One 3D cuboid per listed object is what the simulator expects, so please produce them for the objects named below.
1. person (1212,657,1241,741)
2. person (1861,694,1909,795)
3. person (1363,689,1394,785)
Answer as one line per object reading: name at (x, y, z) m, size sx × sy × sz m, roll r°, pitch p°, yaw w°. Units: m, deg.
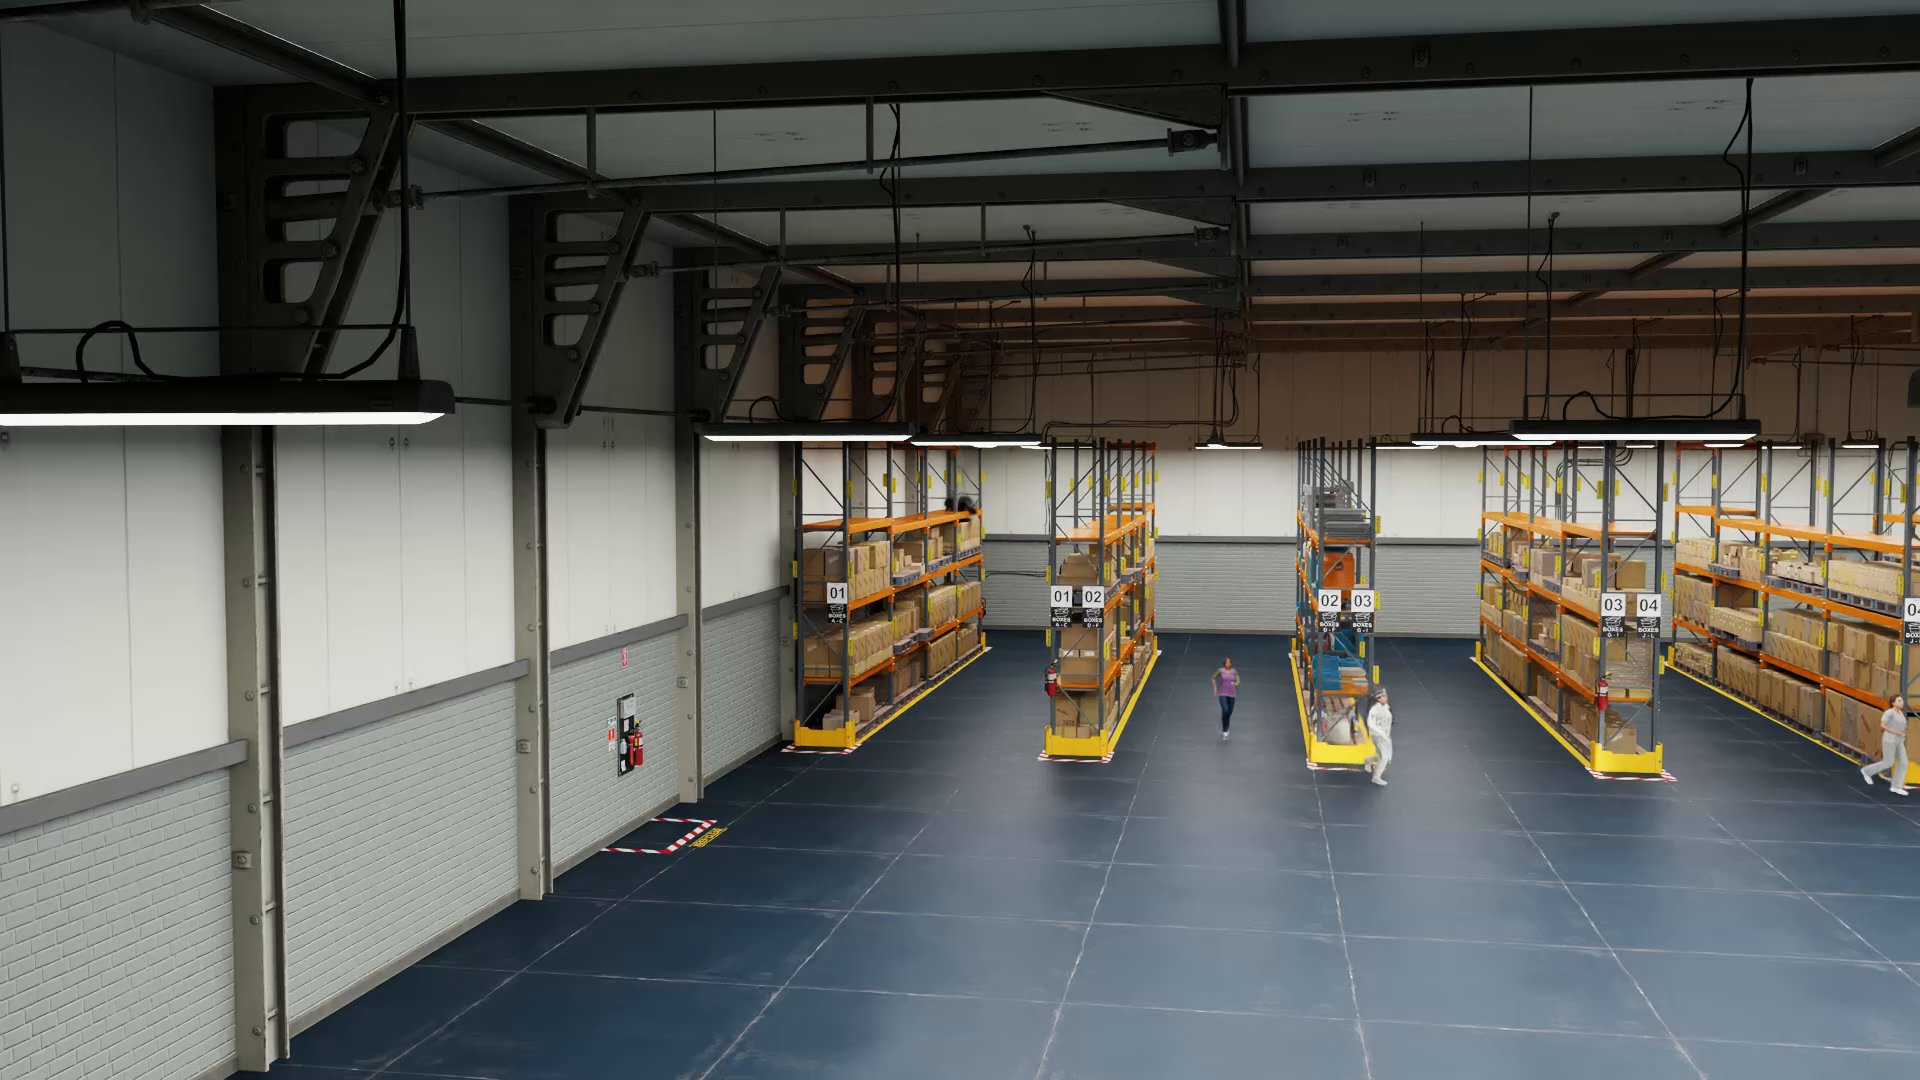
person at (5.340, 3.160, 33.308) m, size 0.511 × 1.628 × 0.735 m, roll 0°, pitch 3°, yaw -7°
person at (15.708, 3.419, 28.065) m, size 0.581 × 1.655 × 0.809 m, roll -1°, pitch 3°, yaw -25°
person at (7.236, 3.380, 28.747) m, size 0.633 × 1.654 × 0.613 m, roll -3°, pitch 4°, yaw -42°
